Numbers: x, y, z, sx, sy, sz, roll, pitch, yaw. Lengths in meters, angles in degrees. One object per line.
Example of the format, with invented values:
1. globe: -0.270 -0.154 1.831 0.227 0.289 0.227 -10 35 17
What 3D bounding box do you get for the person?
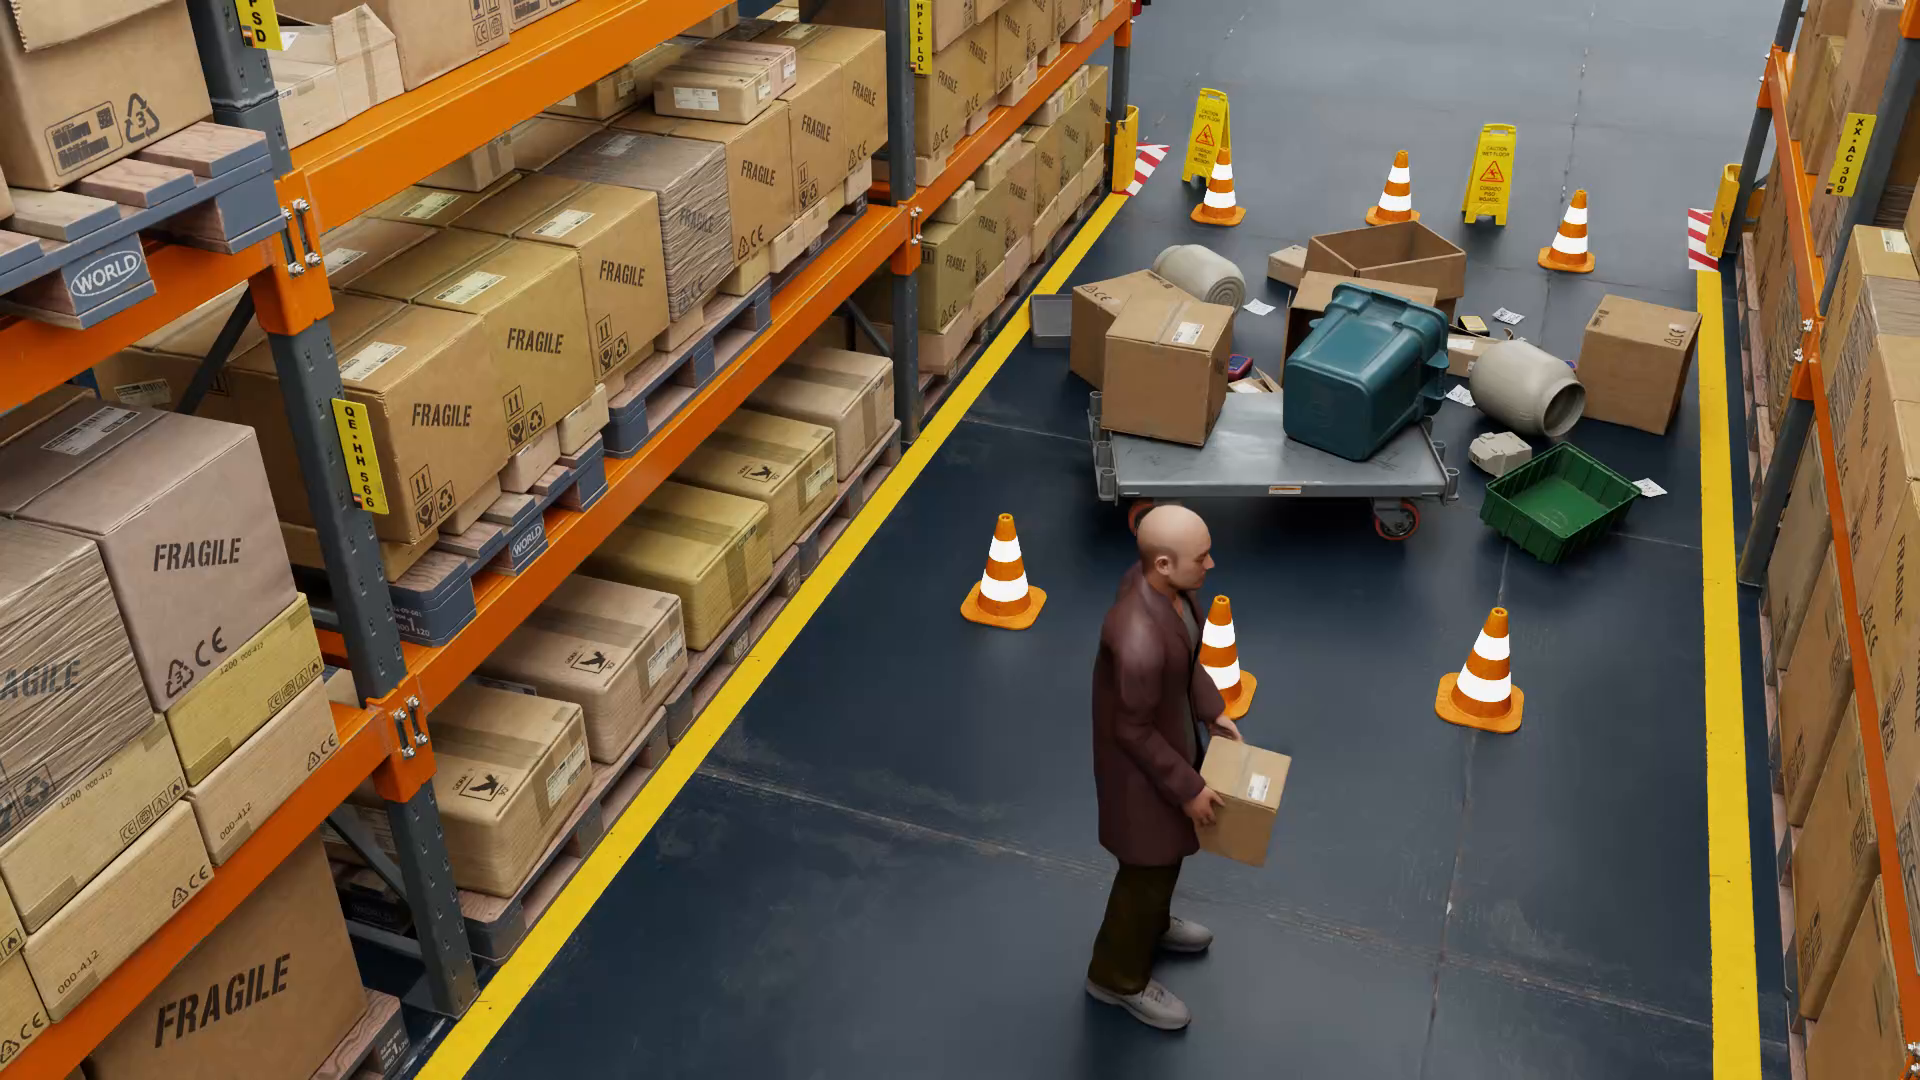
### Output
1. person: 0.623 0.675 5.099 0.443 1.781 0.579 10 34 16
